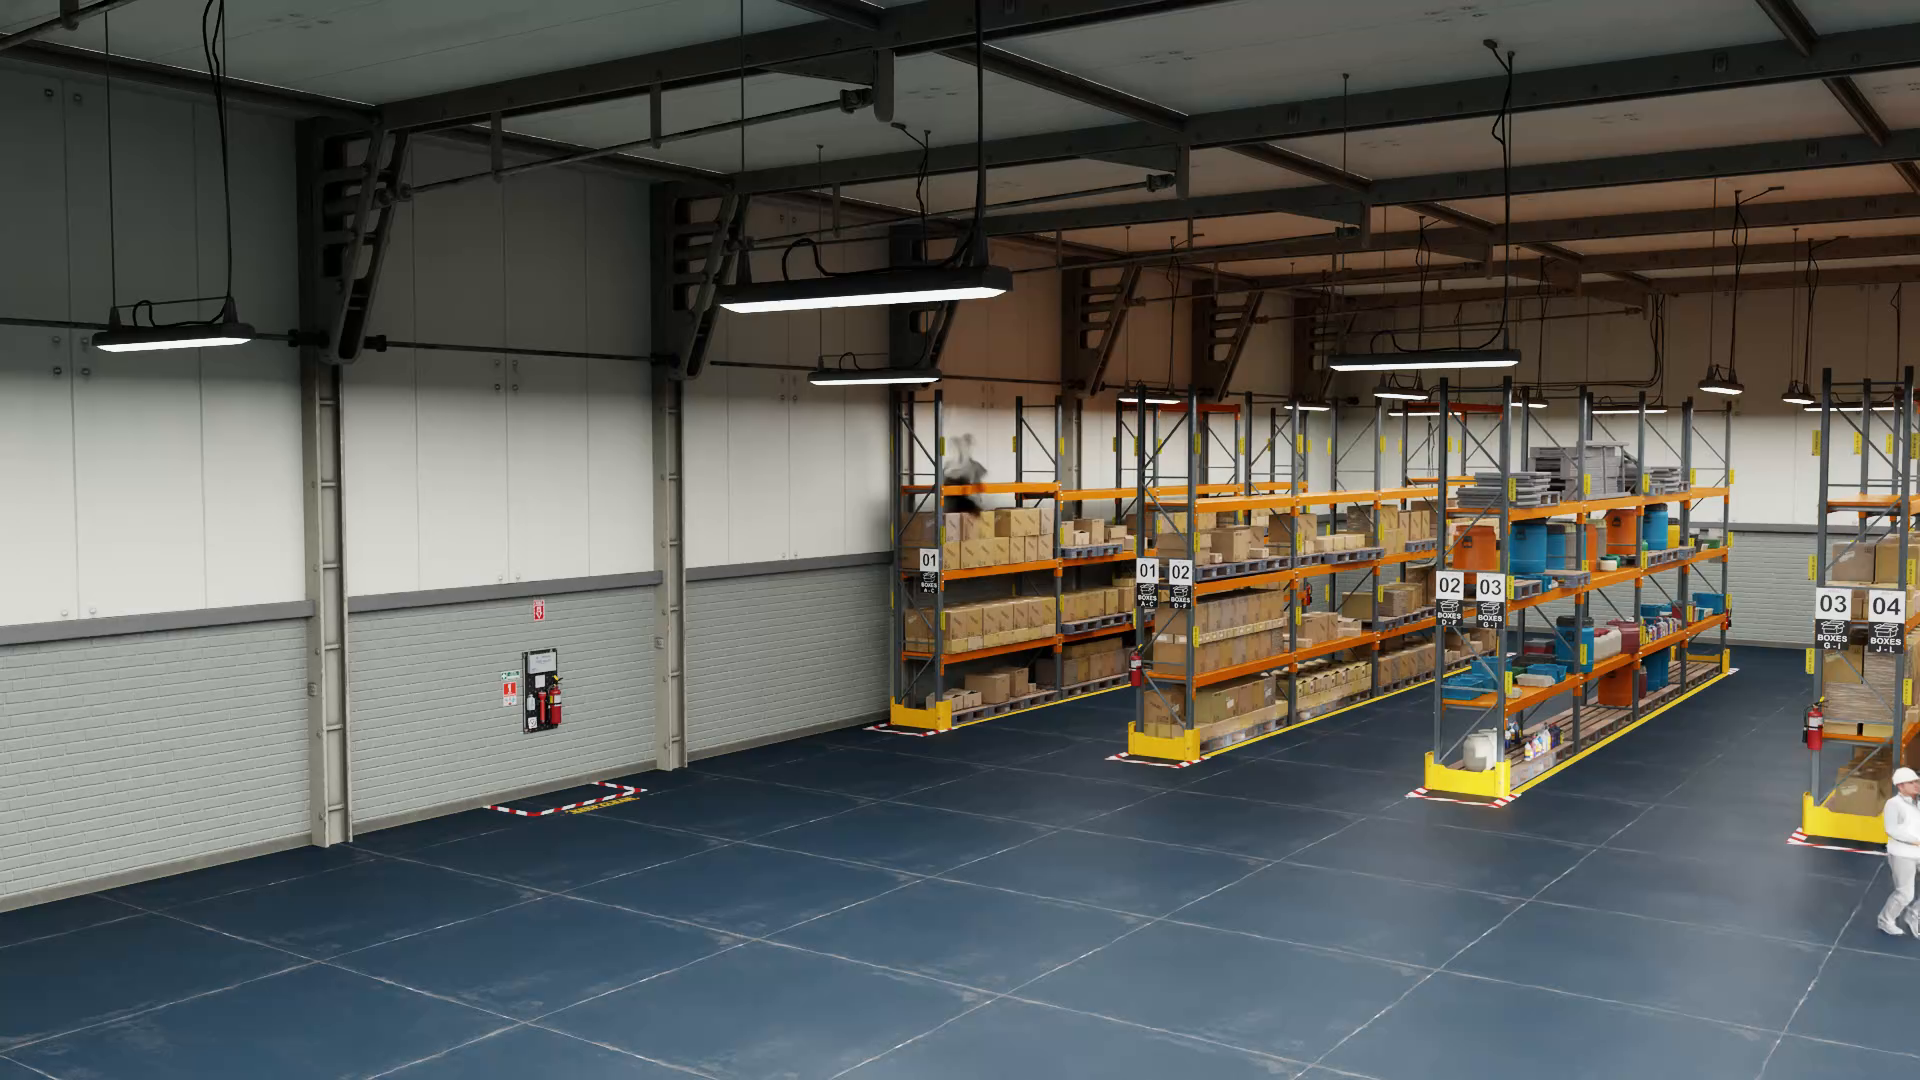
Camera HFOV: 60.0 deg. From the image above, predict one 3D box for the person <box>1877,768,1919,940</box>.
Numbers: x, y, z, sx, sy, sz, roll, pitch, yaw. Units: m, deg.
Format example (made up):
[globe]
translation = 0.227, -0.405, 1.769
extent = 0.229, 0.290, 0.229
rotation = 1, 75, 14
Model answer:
[person]
translation = 9.653, 3.185, 16.849
extent = 0.668, 1.756, 0.674
rotation = -1, 3, -19
